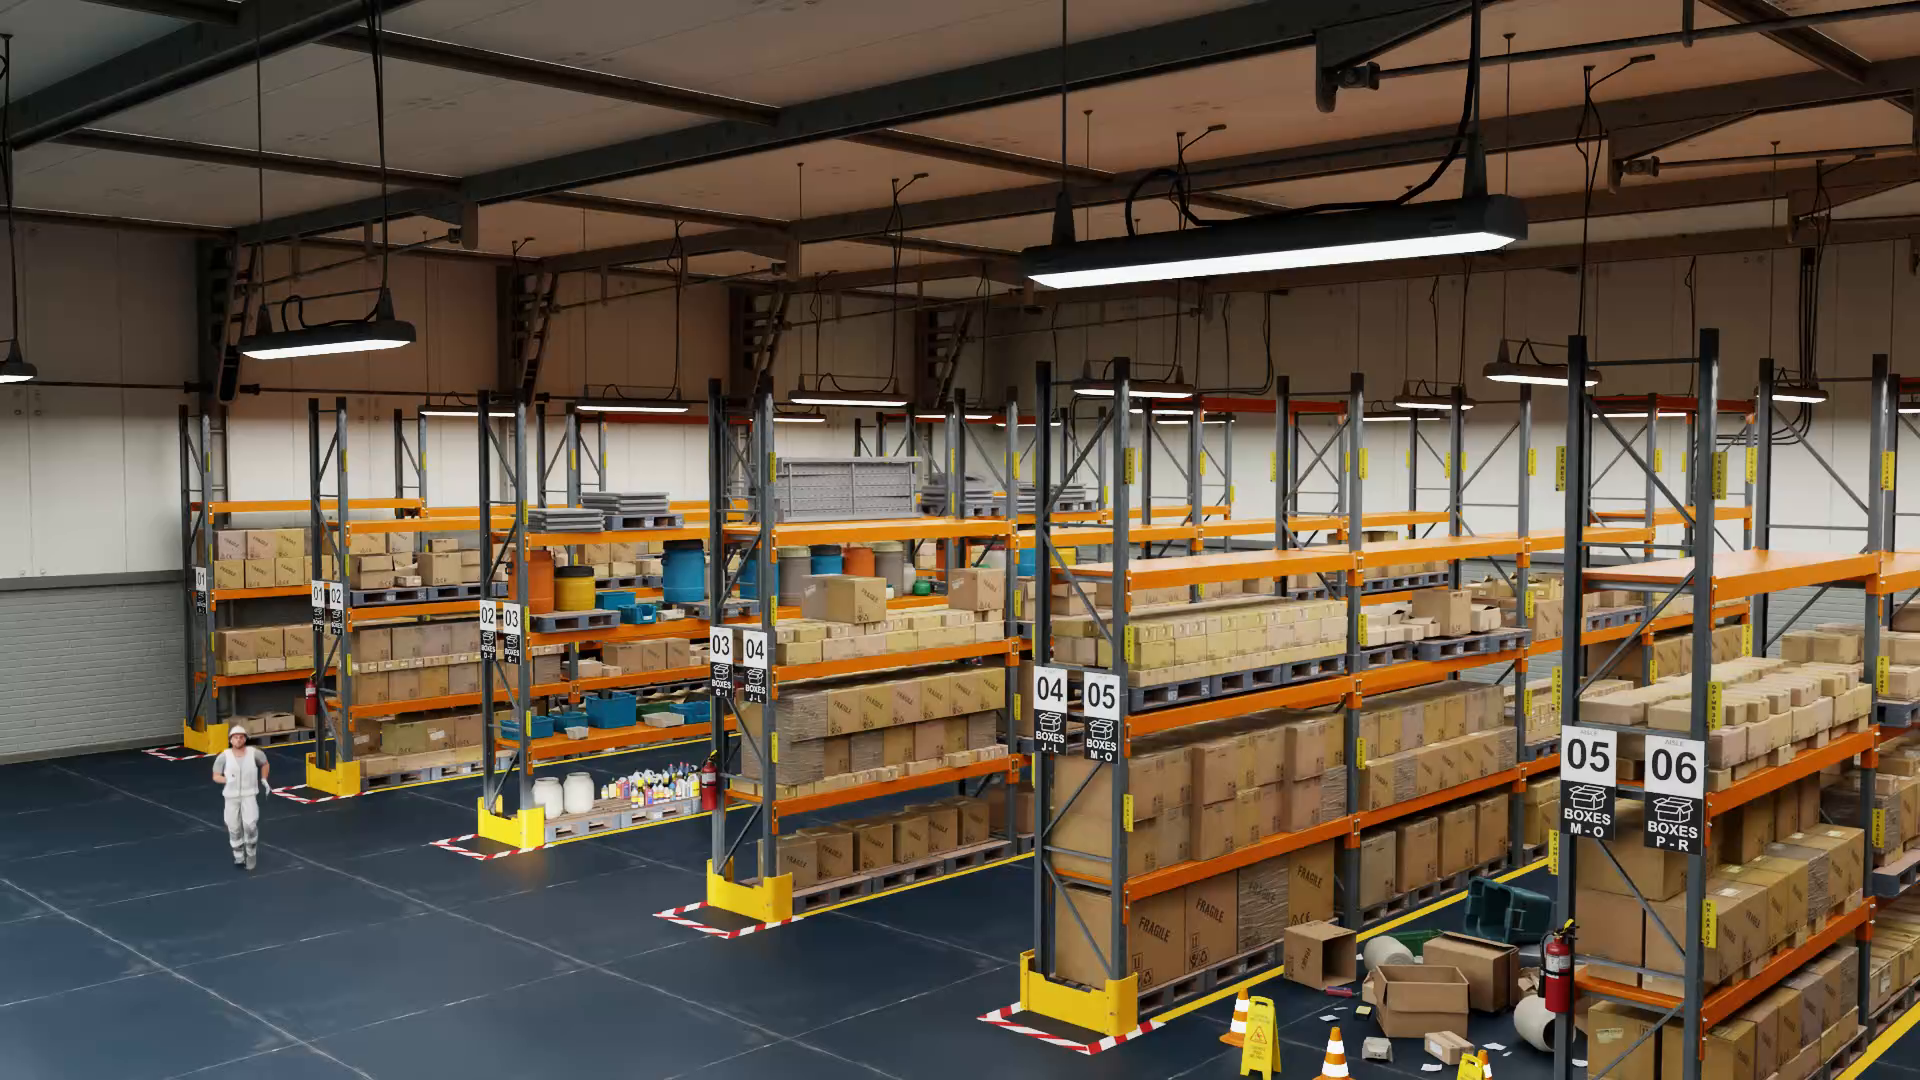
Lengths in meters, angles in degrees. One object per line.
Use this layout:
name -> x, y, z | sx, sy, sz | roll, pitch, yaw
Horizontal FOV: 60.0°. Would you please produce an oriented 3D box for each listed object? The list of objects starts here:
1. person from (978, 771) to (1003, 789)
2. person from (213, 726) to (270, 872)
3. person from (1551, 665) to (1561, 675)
person -> 0.473, 2.948, 25.501 | 0.683, 1.756, 0.740 | 2, 3, 29
person -> -8.859, 3.189, 20.505 | 0.639, 1.794, 0.711 | -1, 3, -20
person -> 9.585, 2.898, 26.713 | 0.763, 1.770, 0.653 | -3, 4, -44
